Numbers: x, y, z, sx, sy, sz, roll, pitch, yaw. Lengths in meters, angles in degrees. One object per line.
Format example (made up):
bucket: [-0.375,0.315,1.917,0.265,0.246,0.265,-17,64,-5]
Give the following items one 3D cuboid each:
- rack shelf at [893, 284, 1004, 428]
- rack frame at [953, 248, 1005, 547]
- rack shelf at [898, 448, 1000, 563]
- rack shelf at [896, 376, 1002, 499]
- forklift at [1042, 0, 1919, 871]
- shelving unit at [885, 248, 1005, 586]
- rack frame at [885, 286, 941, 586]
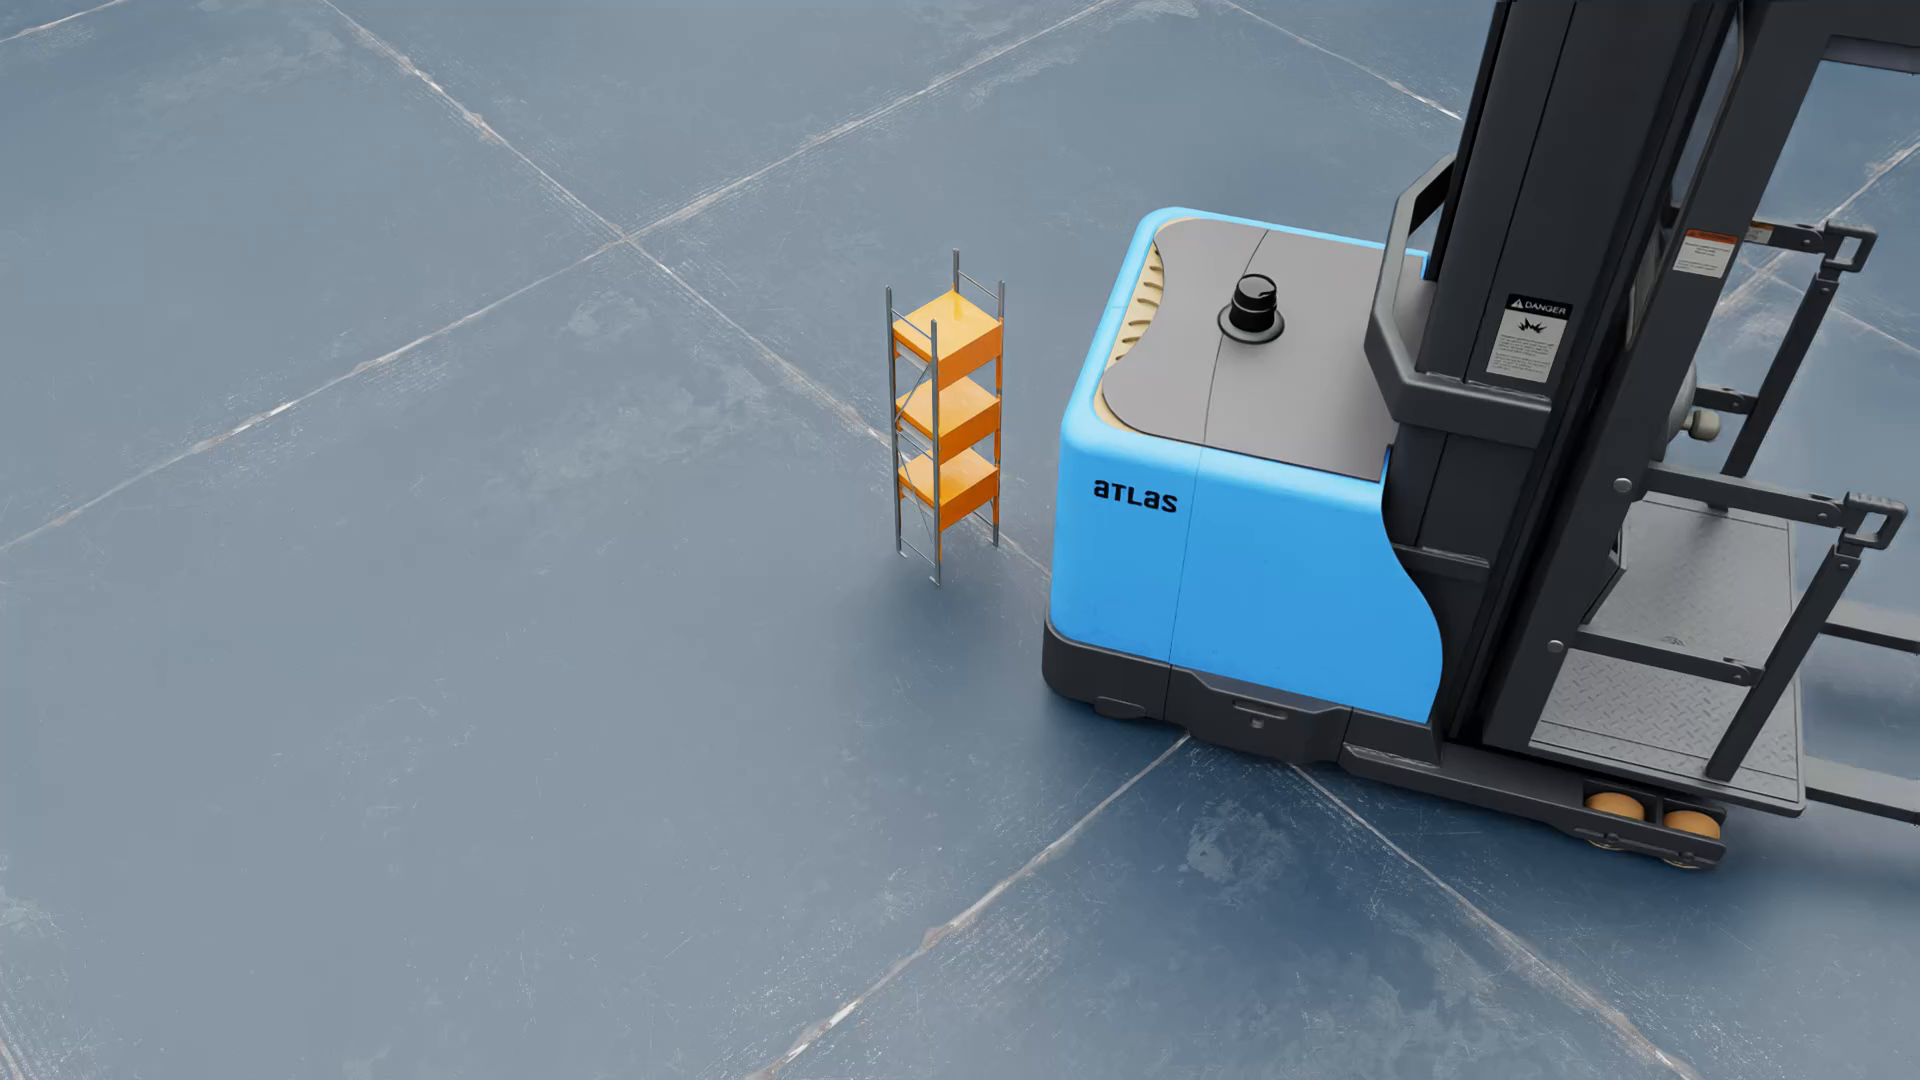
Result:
rack shelf: [-0.040,-0.515,4.639,0.240,0.259,0.215,-34,56,-27]
rack frame: [0.051,-0.390,4.895,0.008,1.050,0.200,-34,56,-27]
rack shelf: [-0.040,-0.134,5.052,0.240,0.259,0.215,-34,56,-27]
rack shelf: [-0.040,-0.322,4.848,0.240,0.259,0.215,-34,56,-27]
forklift: [1.811,-0.558,3.771,3.031,2.935,1.130,13,49,12]
shelving unit: [-0.040,-0.330,4.840,0.252,1.050,0.215,-34,56,-27]
rack frame: [-0.130,-0.269,4.784,0.008,1.050,0.200,-34,56,-27]
